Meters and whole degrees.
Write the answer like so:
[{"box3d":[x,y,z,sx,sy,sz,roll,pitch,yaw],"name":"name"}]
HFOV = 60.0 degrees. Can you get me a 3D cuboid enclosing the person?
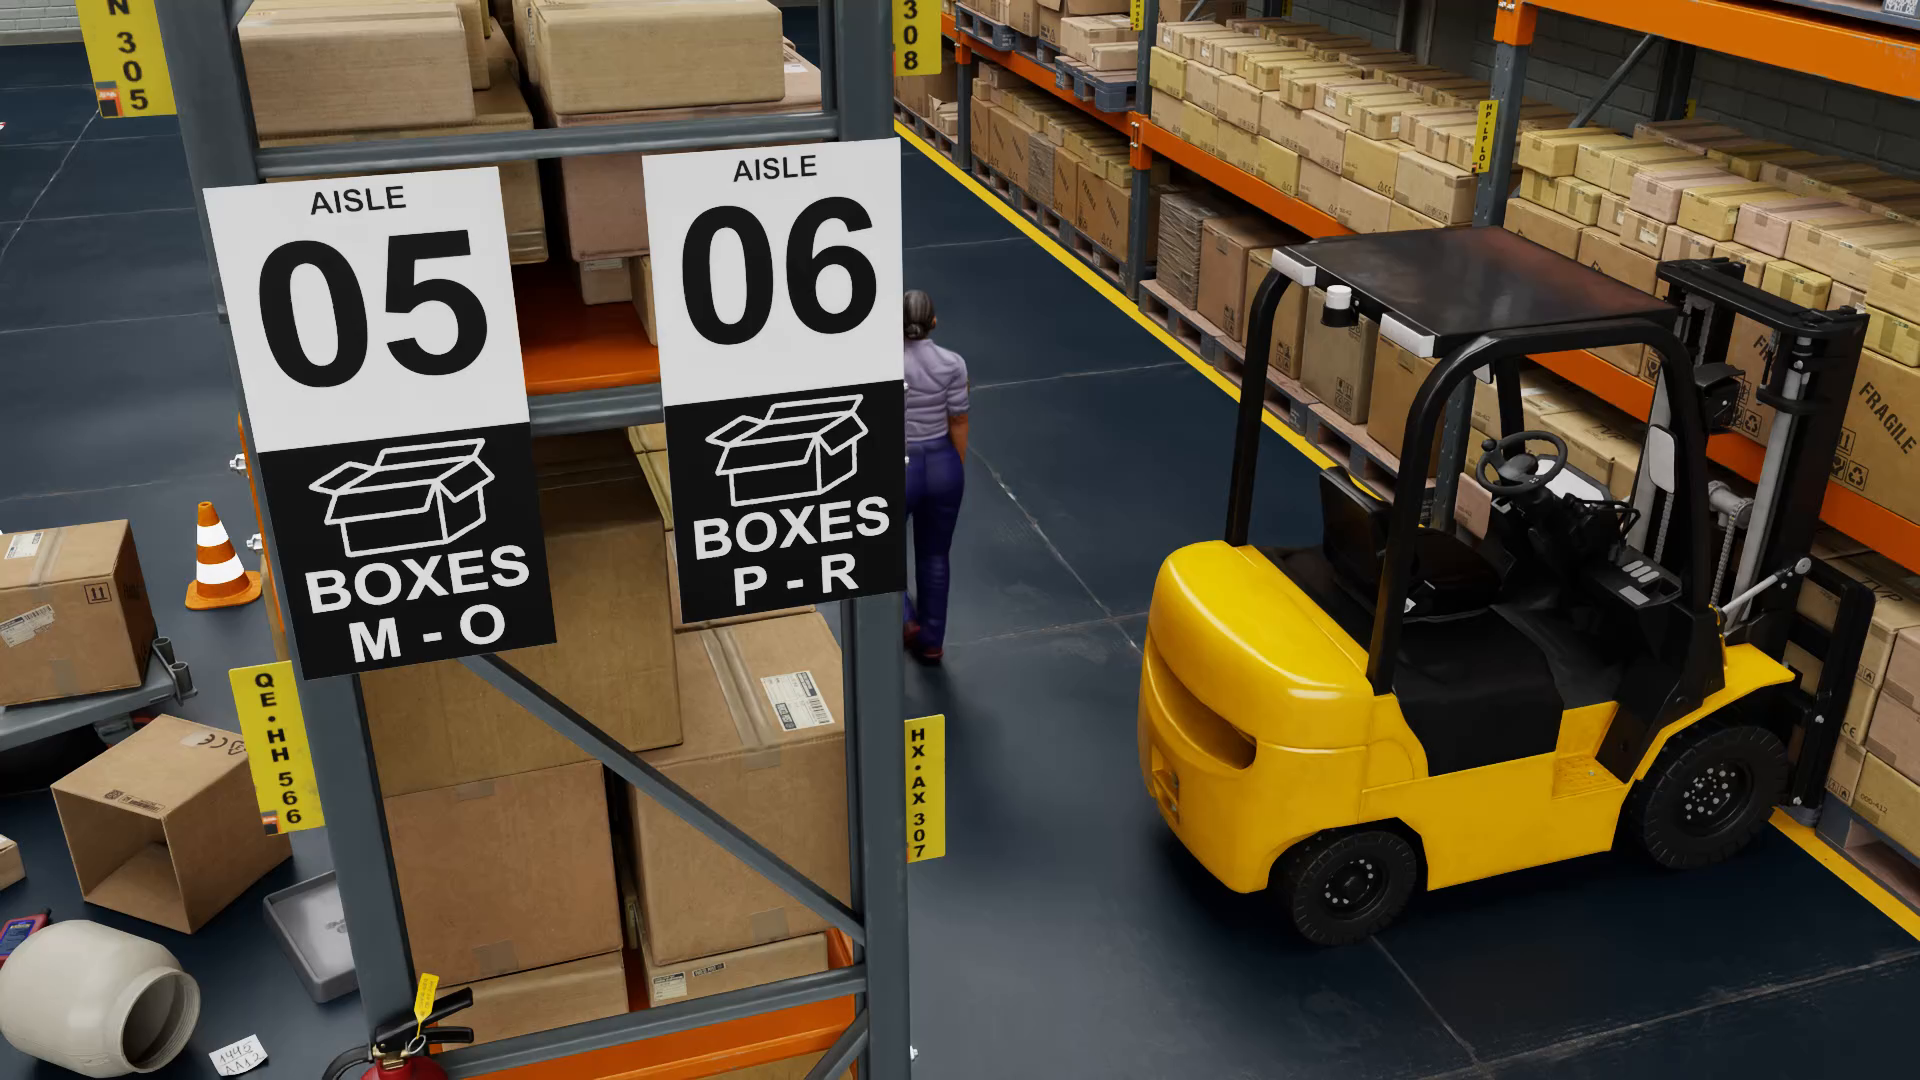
[{"box3d":[-0.191,-0.237,7.079,0.523,1.630,0.479,-10,28,-20],"name":"person"}]
